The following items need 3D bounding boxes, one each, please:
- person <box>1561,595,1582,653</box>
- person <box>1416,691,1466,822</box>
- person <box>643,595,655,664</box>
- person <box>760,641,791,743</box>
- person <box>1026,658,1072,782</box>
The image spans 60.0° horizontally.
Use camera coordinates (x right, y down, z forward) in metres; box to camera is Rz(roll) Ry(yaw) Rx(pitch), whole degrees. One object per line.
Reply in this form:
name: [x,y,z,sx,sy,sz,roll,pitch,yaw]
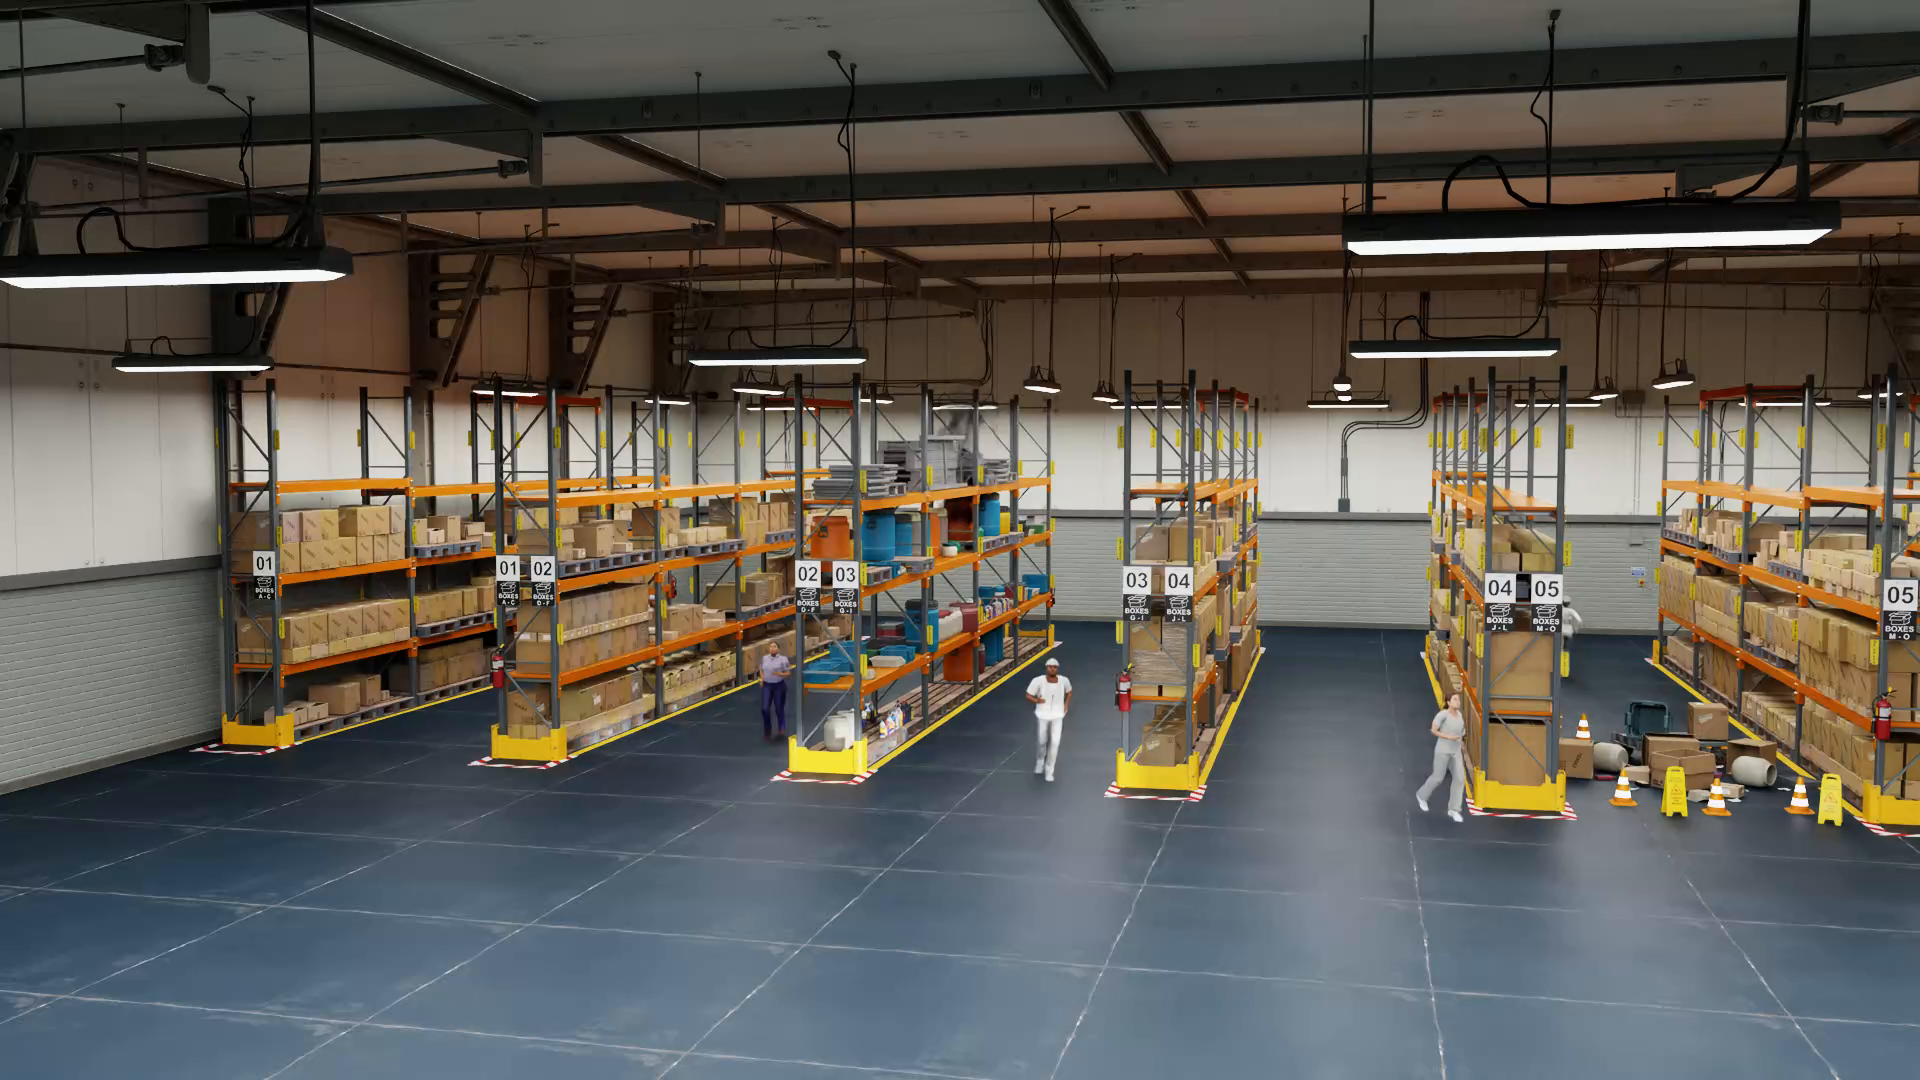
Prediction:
person: [12.856,2.017,35.367,0.613,1.672,0.941,0,3,4]
person: [6.480,2.828,22.059,0.594,1.668,0.907,-1,4,-22]
person: [-6.662,2.026,35.907,0.574,1.697,0.701,0,3,-1]
person: [-3.100,2.530,27.727,0.587,1.711,0.682,0,3,7]
person: [1.323,2.660,24.642,0.708,1.848,0.714,0,3,-2]
